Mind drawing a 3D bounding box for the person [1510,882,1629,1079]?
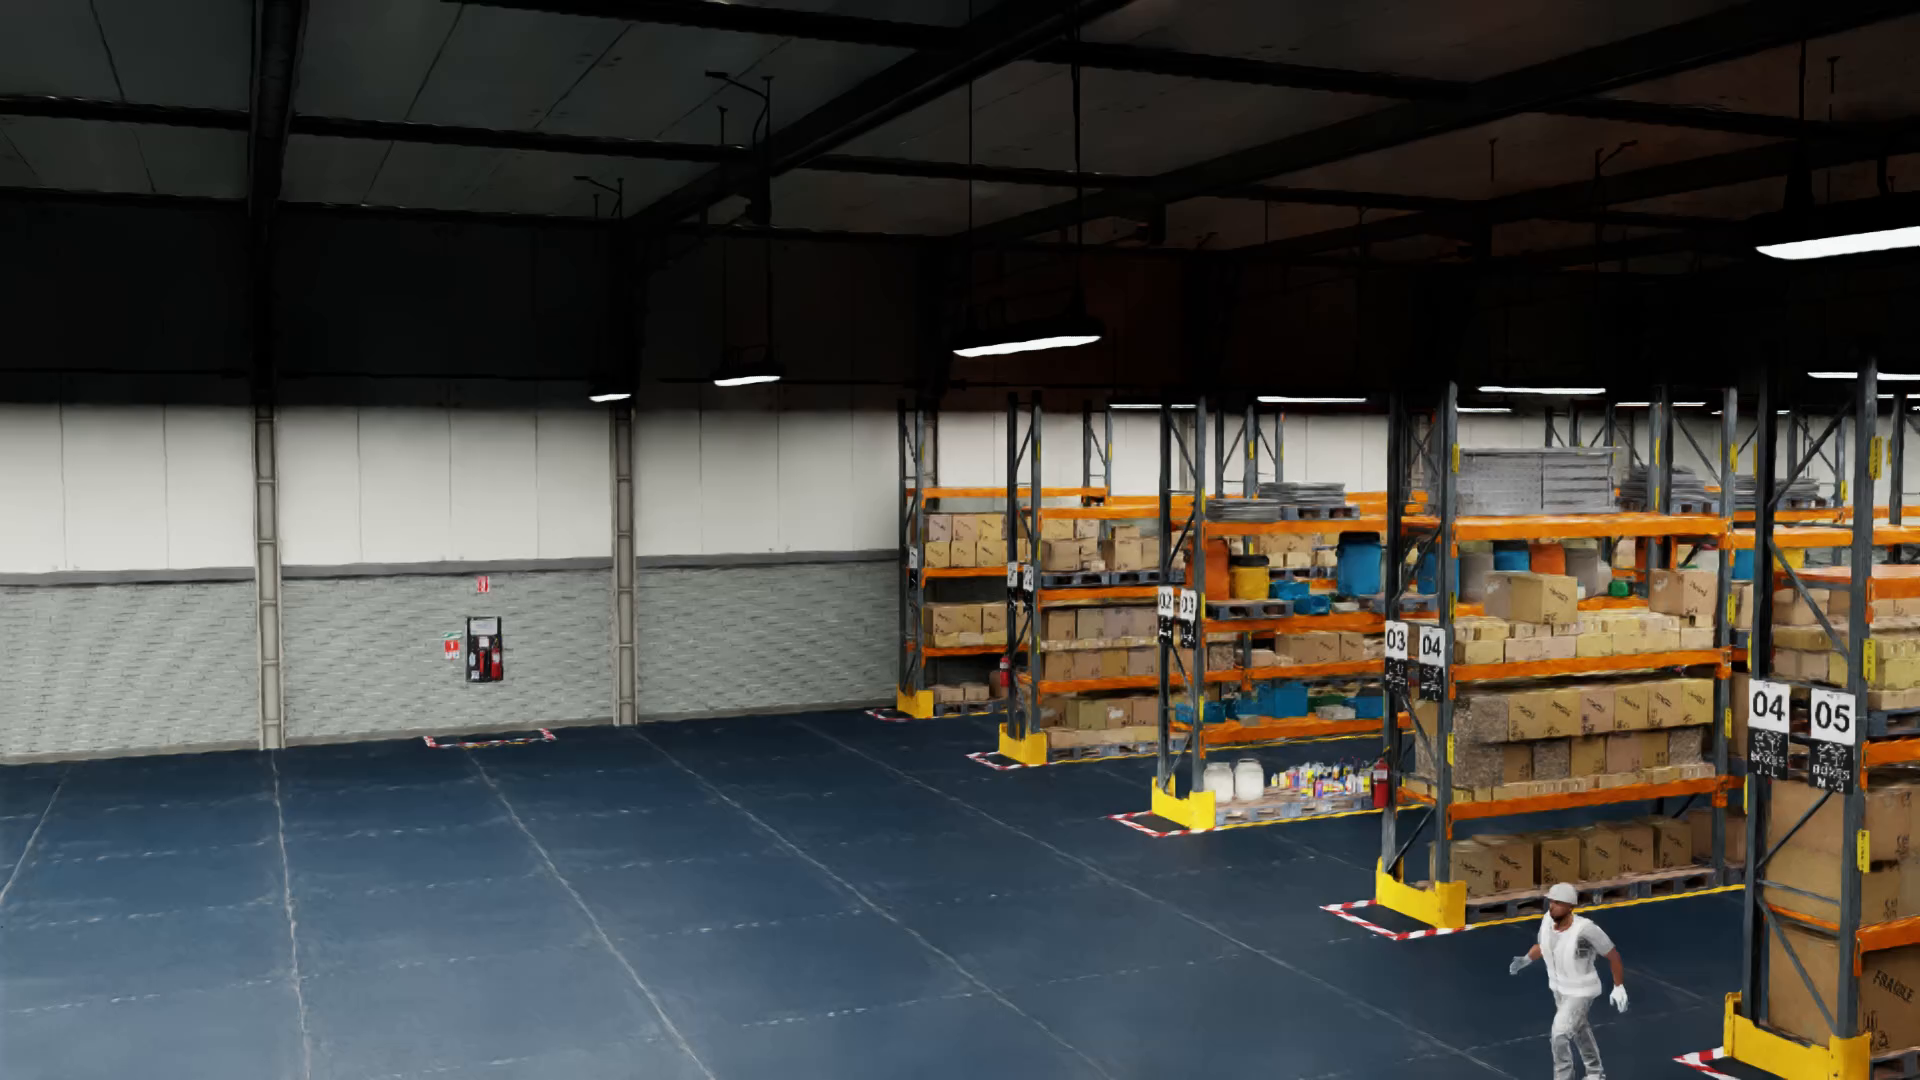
[{"bbox_3d":[4.795,3.535,13.065,0.843,1.715,0.721,-1,4,-18],"label":"person"}]
